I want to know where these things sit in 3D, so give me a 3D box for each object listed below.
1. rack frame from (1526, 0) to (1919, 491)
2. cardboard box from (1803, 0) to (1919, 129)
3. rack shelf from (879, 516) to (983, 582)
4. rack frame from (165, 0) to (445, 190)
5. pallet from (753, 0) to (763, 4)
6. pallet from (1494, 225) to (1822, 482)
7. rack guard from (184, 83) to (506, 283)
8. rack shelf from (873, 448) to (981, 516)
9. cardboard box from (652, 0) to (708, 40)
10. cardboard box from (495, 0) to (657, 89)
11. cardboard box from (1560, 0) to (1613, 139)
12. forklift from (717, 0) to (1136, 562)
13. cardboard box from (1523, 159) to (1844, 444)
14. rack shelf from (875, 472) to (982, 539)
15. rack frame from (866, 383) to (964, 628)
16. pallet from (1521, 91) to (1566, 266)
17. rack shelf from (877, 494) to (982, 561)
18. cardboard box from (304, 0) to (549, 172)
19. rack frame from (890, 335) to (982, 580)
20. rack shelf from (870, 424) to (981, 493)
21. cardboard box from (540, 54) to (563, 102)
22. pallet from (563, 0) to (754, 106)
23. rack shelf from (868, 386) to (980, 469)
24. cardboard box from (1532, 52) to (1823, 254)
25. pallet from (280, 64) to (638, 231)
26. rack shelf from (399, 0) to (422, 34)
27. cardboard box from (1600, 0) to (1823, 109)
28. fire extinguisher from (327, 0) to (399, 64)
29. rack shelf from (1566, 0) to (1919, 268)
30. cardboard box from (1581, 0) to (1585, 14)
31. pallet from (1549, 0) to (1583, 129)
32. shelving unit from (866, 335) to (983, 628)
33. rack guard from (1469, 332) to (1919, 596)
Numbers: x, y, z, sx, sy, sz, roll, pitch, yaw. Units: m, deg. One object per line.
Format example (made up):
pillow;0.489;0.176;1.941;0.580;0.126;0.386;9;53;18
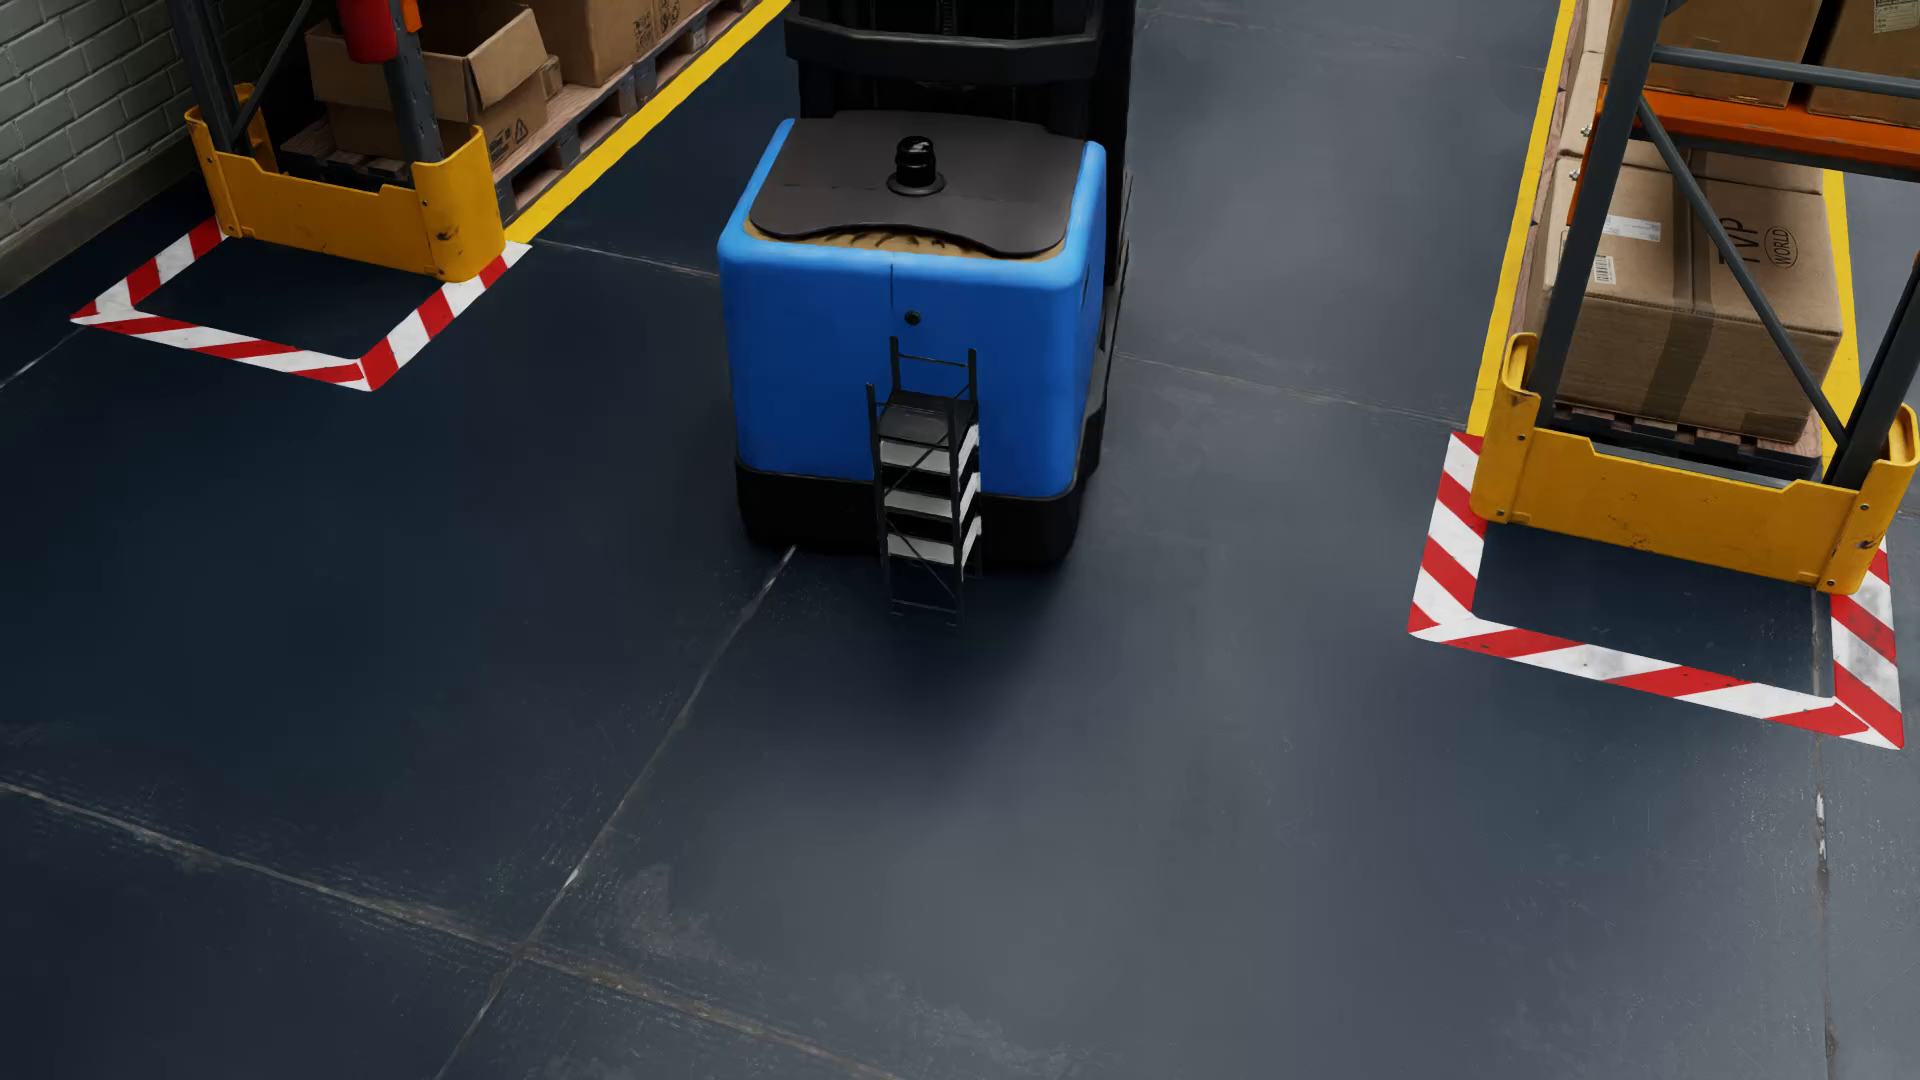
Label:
rack frame;2.245;-1.209;4.356;1.000;3.000;0.127;13;42;15
cardboard box;2.679;-1.476;4.592;0.500;0.500;0.500;13;42;15
rack shelf;-0.084;0.004;4.866;0.258;0.077;0.200;11;47;12
rack frame;-2.421;-2.308;5.644;1.000;3.000;0.127;13;42;15
pallet;-1.289;-3.268;8.918;1.003;0.211;1.213;13;42;15
pallet;2.445;-0.653;5.853;1.003;0.211;1.213;13;42;15
rack guard;-2.395;-1.404;6.510;1.175;0.500;0.348;13;42;15
rack shelf;-0.091;-0.184;4.672;0.258;0.077;0.200;11;47;12
cardboard box;-1.519;-2.682;7.685;0.500;0.500;0.500;14;42;16
cardboard box;-1.794;-2.382;7.333;0.700;0.500;0.500;15;43;17
cardboard box;2.992;-1.928;6.850;0.875;0.438;0.875;12;42;14
forklift;0.050;-2.008;5.345;1.130;2.935;3.031;6;41;7
cardboard box;2.377;-0.819;5.549;0.875;0.438;0.875;12;42;14
rack shelf;-0.088;-0.121;4.737;0.258;0.077;0.200;11;47;12
rack frame;-0.117;-0.074;4.645;0.240;0.900;0.006;11;47;12
pallet;2.864;-1.395;6.722;1.003;0.211;1.213;13;42;15
rack shelf;-0.086;-0.059;4.801;0.258;0.077;0.200;11;47;12
cardboard box;-2.123;-1.870;6.731;0.797;0.503;0.637;12;42;13
rack frame;-0.061;-0.215;4.780;0.240;0.900;0.006;11;47;12
rack shelf;-0.093;-0.247;4.608;0.258;0.077;0.200;11;47;12
cardboard box;-1.941;-1.986;7.140;0.380;0.149;0.250;12;42;13
pallet;-1.704;-2.522;8.043;1.003;0.211;1.213;13;42;15
rack shelf;-0.096;-0.309;4.543;0.258;0.077;0.200;11;47;12
cardboard box;2.682;-1.379;6.205;0.875;0.438;0.875;14;43;16
pallet;-2.123;-1.780;7.174;1.003;0.211;1.213;13;42;15
rack shelf;-1.737;-3.254;7.308;1.077;0.370;4.000;13;42;15
cardboard box;2.161;-1.600;4.737;0.500;0.500;0.500;14;42;15
fire extinguisher;-2.037;-1.945;5.565;0.296;0.674;0.183;13;42;15
rack shelf;2.929;-2.155;6.019;1.077;0.370;4.000;13;42;15
cardboard box;3.297;-2.474;7.490;0.875;0.438;0.875;13;42;14
pallet;3.279;-2.141;7.597;1.003;0.211;1.213;13;42;15
shelving unit;-0.089;-0.145;4.713;0.258;0.900;0.210;11;47;12
rack guard;2.237;-0.243;5.150;1.175;0.500;0.348;13;42;15
